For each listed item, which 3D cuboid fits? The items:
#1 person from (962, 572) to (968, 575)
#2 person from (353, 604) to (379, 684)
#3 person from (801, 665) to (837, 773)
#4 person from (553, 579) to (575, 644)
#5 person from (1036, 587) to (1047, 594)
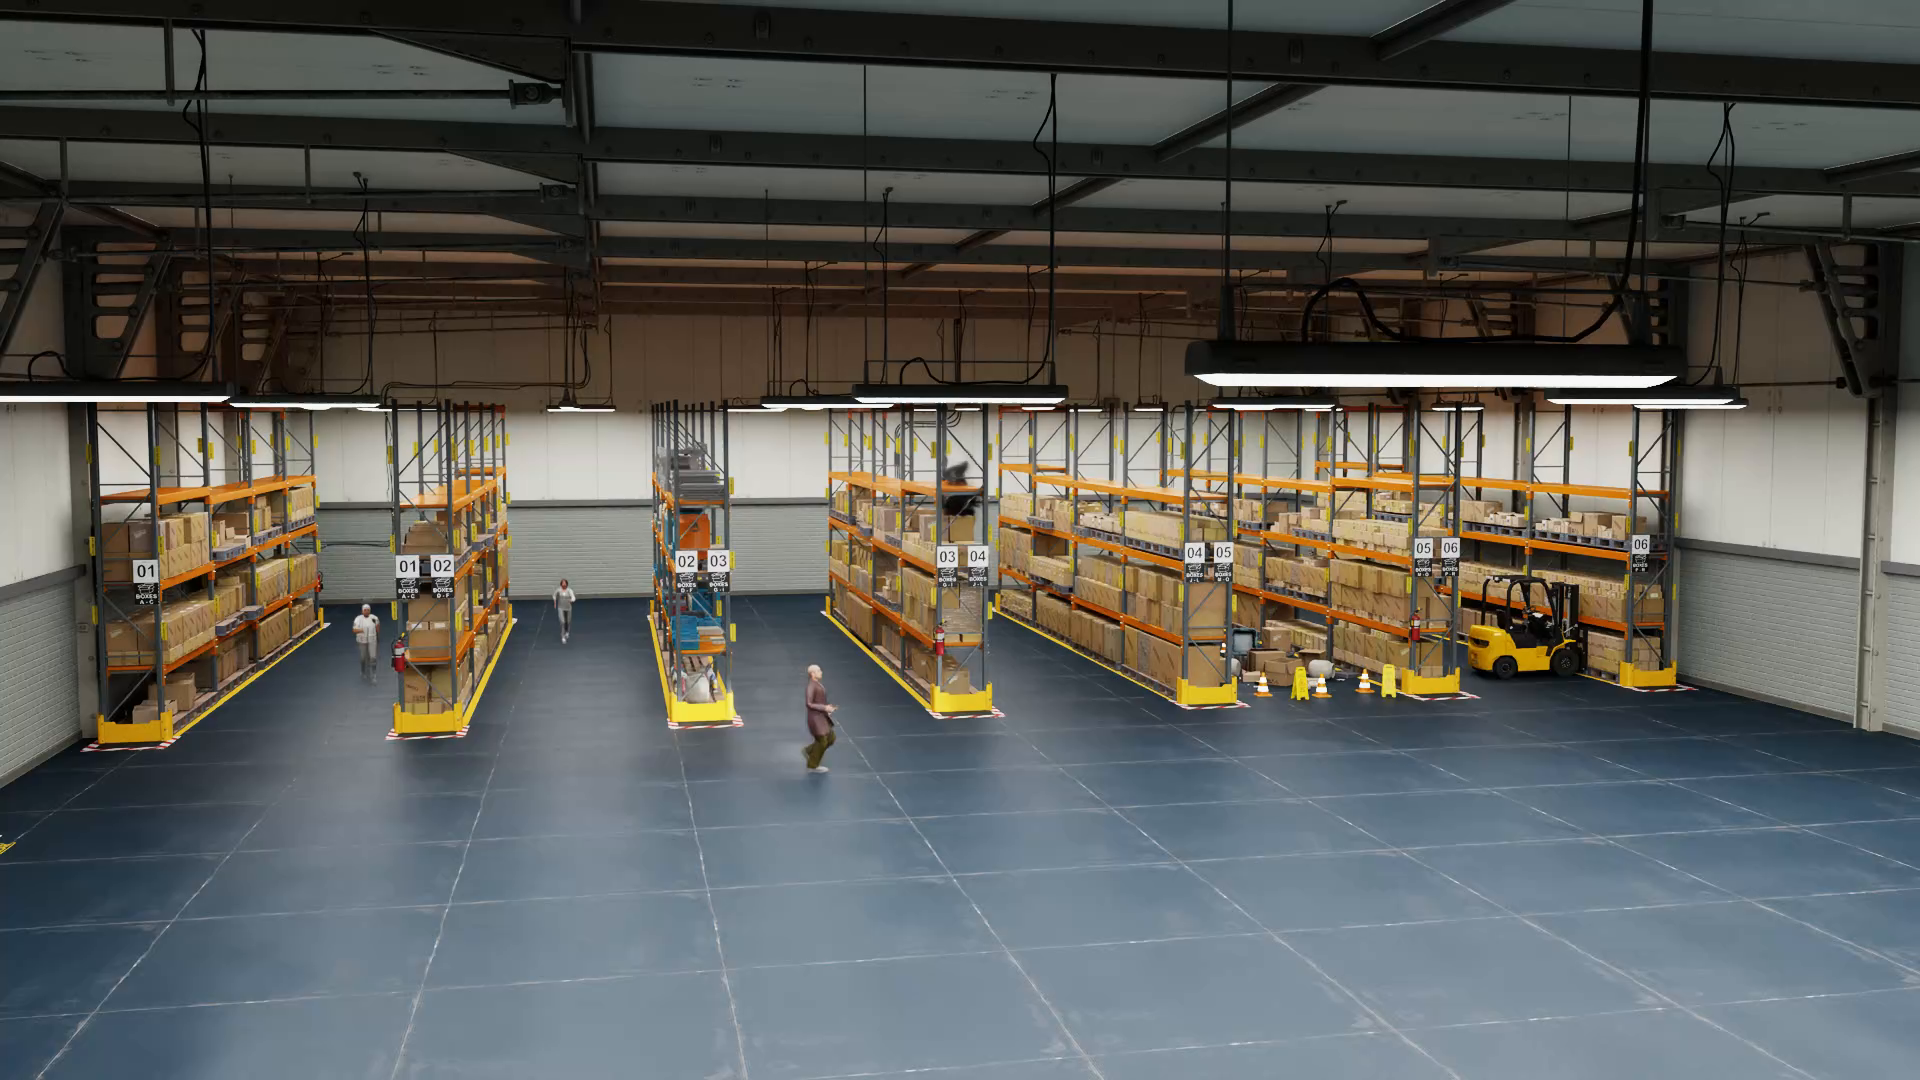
[{"bbox_3d":[-0.140,1.248,48.691,0.842,1.615,0.569,1,4,17],"label":"person"},{"bbox_3d":[-12.696,2.217,35.581,0.550,1.715,0.821,-2,5,-21],"label":"person"},{"bbox_3d":[-2.241,2.850,26.549,0.651,1.729,0.703,1,4,8],"label":"person"},{"bbox_3d":[-9.927,1.809,41.729,0.535,1.490,0.892,-1,5,-18],"label":"person"},{"bbox_3d":[2.309,1.128,49.863,0.863,1.704,0.765,3,5,31],"label":"person"}]
